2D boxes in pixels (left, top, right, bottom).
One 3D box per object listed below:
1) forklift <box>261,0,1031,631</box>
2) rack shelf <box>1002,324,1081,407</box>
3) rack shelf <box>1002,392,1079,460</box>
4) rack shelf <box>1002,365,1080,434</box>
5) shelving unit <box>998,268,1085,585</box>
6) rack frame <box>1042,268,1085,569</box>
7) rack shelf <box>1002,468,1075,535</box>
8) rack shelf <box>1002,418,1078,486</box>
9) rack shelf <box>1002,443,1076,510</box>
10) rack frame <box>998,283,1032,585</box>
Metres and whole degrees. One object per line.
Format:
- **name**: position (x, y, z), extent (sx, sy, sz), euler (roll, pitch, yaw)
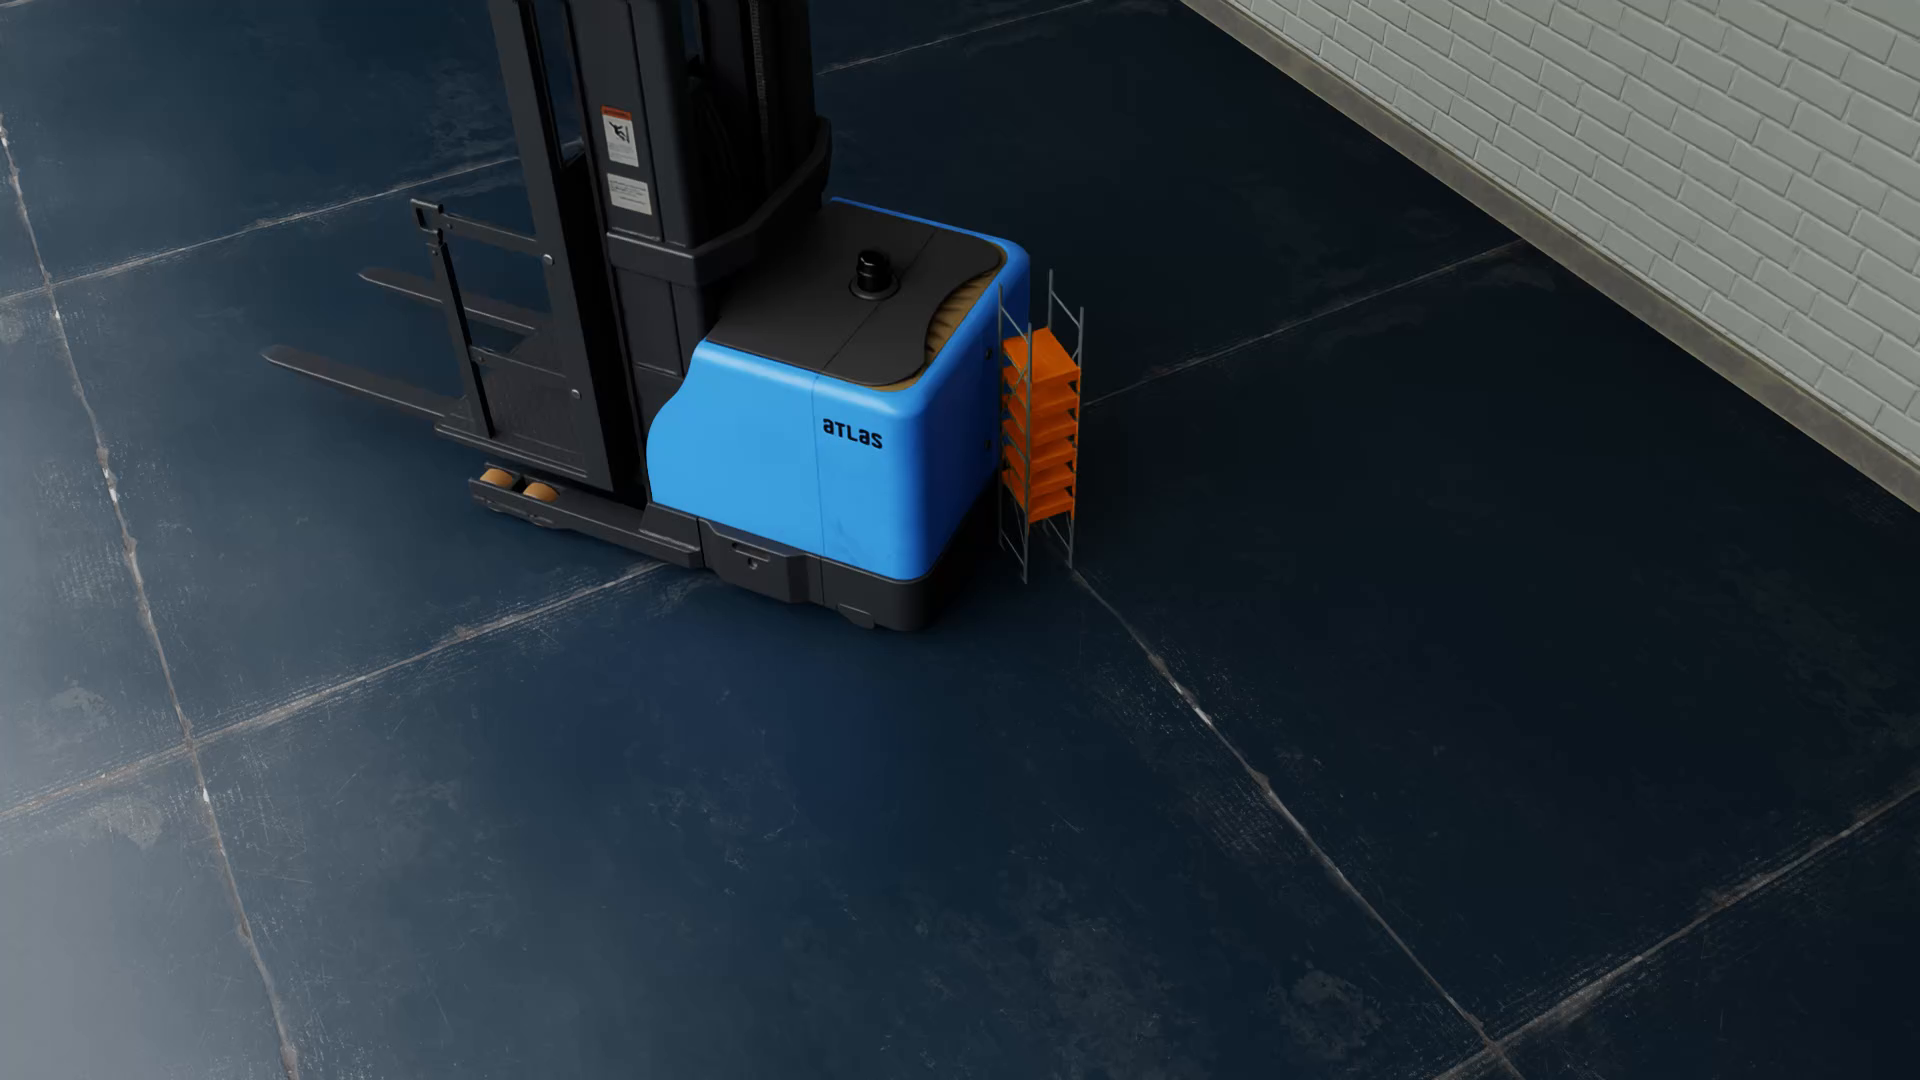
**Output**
- **forklift**: position (-1.302, -1.421, 5.610), extent (3.031, 2.935, 1.130), euler (17, 47, 17)
- **rack shelf**: position (0.263, -0.579, 5.504), extent (0.180, 0.103, 0.258), euler (-18, 48, -16)
- **rack shelf**: position (0.267, -0.412, 5.677), extent (0.180, 0.103, 0.258), euler (-18, 48, -16)
- **rack shelf**: position (0.265, -0.496, 5.591), extent (0.180, 0.103, 0.258), euler (-18, 48, -16)
- **shelving unit**: position (0.268, -0.360, 5.731), extent (0.189, 1.200, 0.258), euler (-18, 48, -16)
- **rack frame**: position (0.351, -0.388, 5.756), extent (0.006, 1.200, 0.240), euler (-18, 48, -16)
- **rack shelf**: position (0.273, -0.162, 5.936), extent (0.180, 0.103, 0.258), euler (-18, 48, -16)
- **rack shelf**: position (0.269, -0.329, 5.763), extent (0.180, 0.103, 0.258), euler (-18, 48, -16)
- **rack shelf**: position (0.271, -0.246, 5.850), extent (0.180, 0.103, 0.258), euler (-18, 48, -16)
- **rack frame**: position (0.184, -0.332, 5.706), extent (0.006, 1.200, 0.240), euler (-18, 48, -16)
